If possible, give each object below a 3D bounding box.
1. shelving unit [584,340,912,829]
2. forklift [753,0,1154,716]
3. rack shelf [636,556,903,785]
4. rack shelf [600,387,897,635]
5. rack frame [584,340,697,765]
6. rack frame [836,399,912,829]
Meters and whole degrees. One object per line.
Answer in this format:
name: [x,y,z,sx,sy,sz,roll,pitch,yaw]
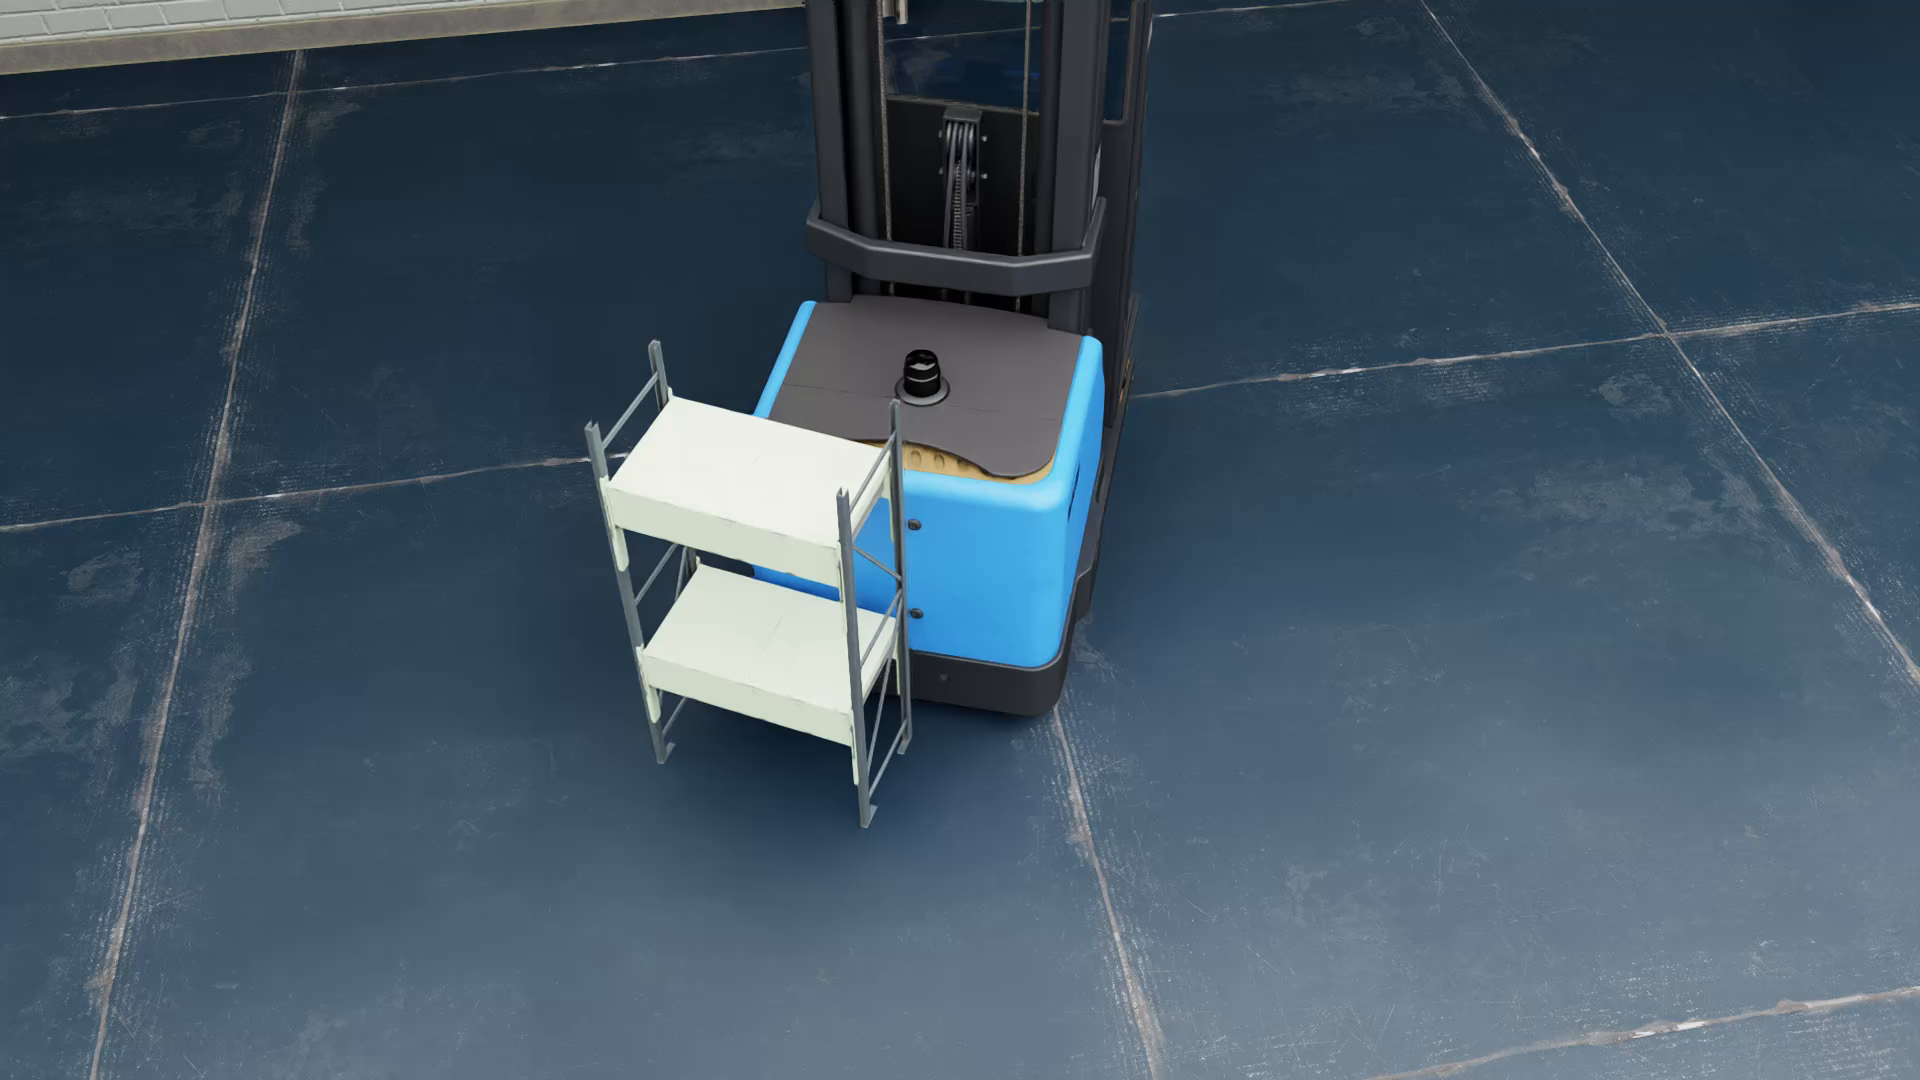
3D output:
shelving unit: [-0.584,0.182,5.034,0.755,1.500,0.431,15,48,14]
forklift: [0.104,-1.506,5.666,1.130,2.935,3.031,8,47,8]
rack shelf: [-0.584,0.408,5.268,0.720,0.370,0.431,15,48,14]
rack shelf: [-0.584,-0.089,4.753,0.720,0.370,0.431,15,48,14]
rack frame: [-0.928,0.091,5.121,0.023,1.500,0.400,15,48,14]
rack frame: [-0.241,0.273,4.946,0.023,1.500,0.400,15,48,14]
